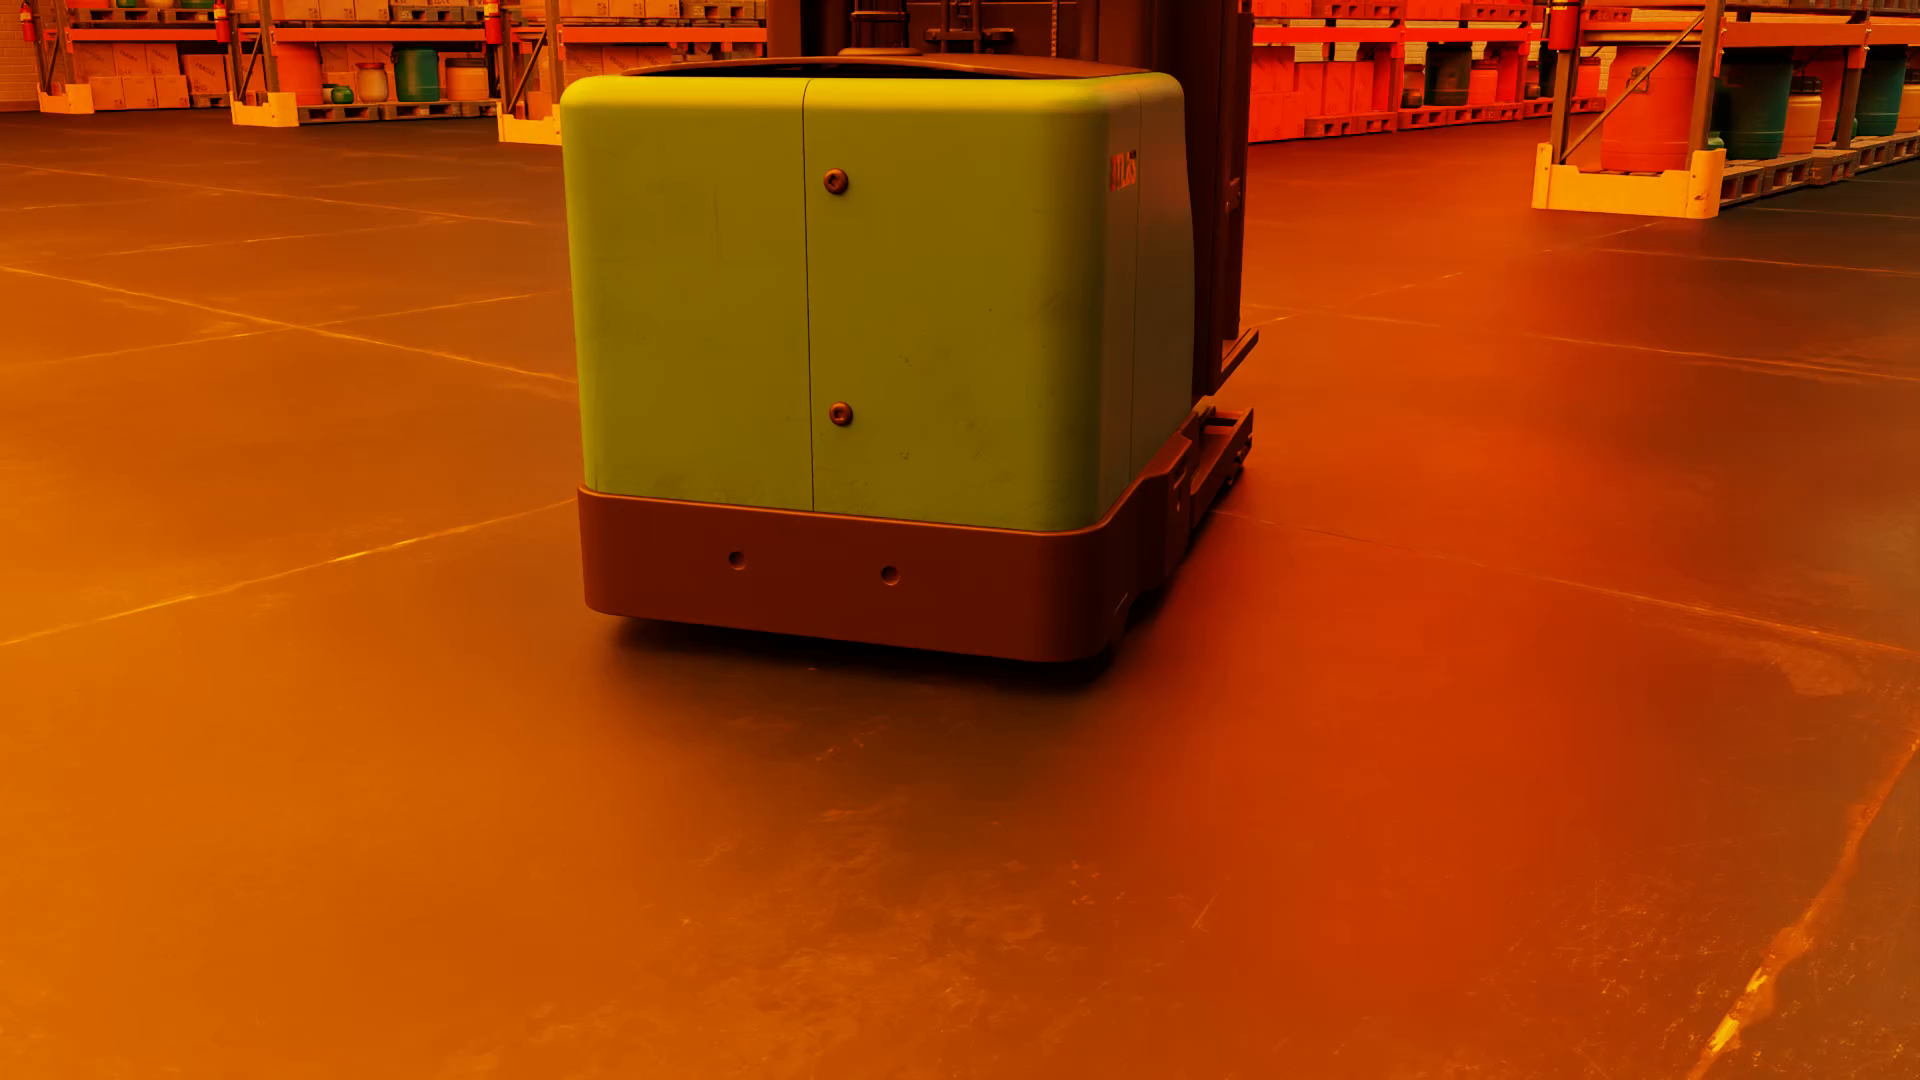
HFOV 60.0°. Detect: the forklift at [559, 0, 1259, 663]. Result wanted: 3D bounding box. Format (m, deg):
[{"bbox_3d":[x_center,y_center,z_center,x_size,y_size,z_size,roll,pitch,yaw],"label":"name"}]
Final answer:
[{"bbox_3d":[0.182,-1.571,4.072,1.130,2.935,3.031,5,18,17],"label":"forklift"}]
